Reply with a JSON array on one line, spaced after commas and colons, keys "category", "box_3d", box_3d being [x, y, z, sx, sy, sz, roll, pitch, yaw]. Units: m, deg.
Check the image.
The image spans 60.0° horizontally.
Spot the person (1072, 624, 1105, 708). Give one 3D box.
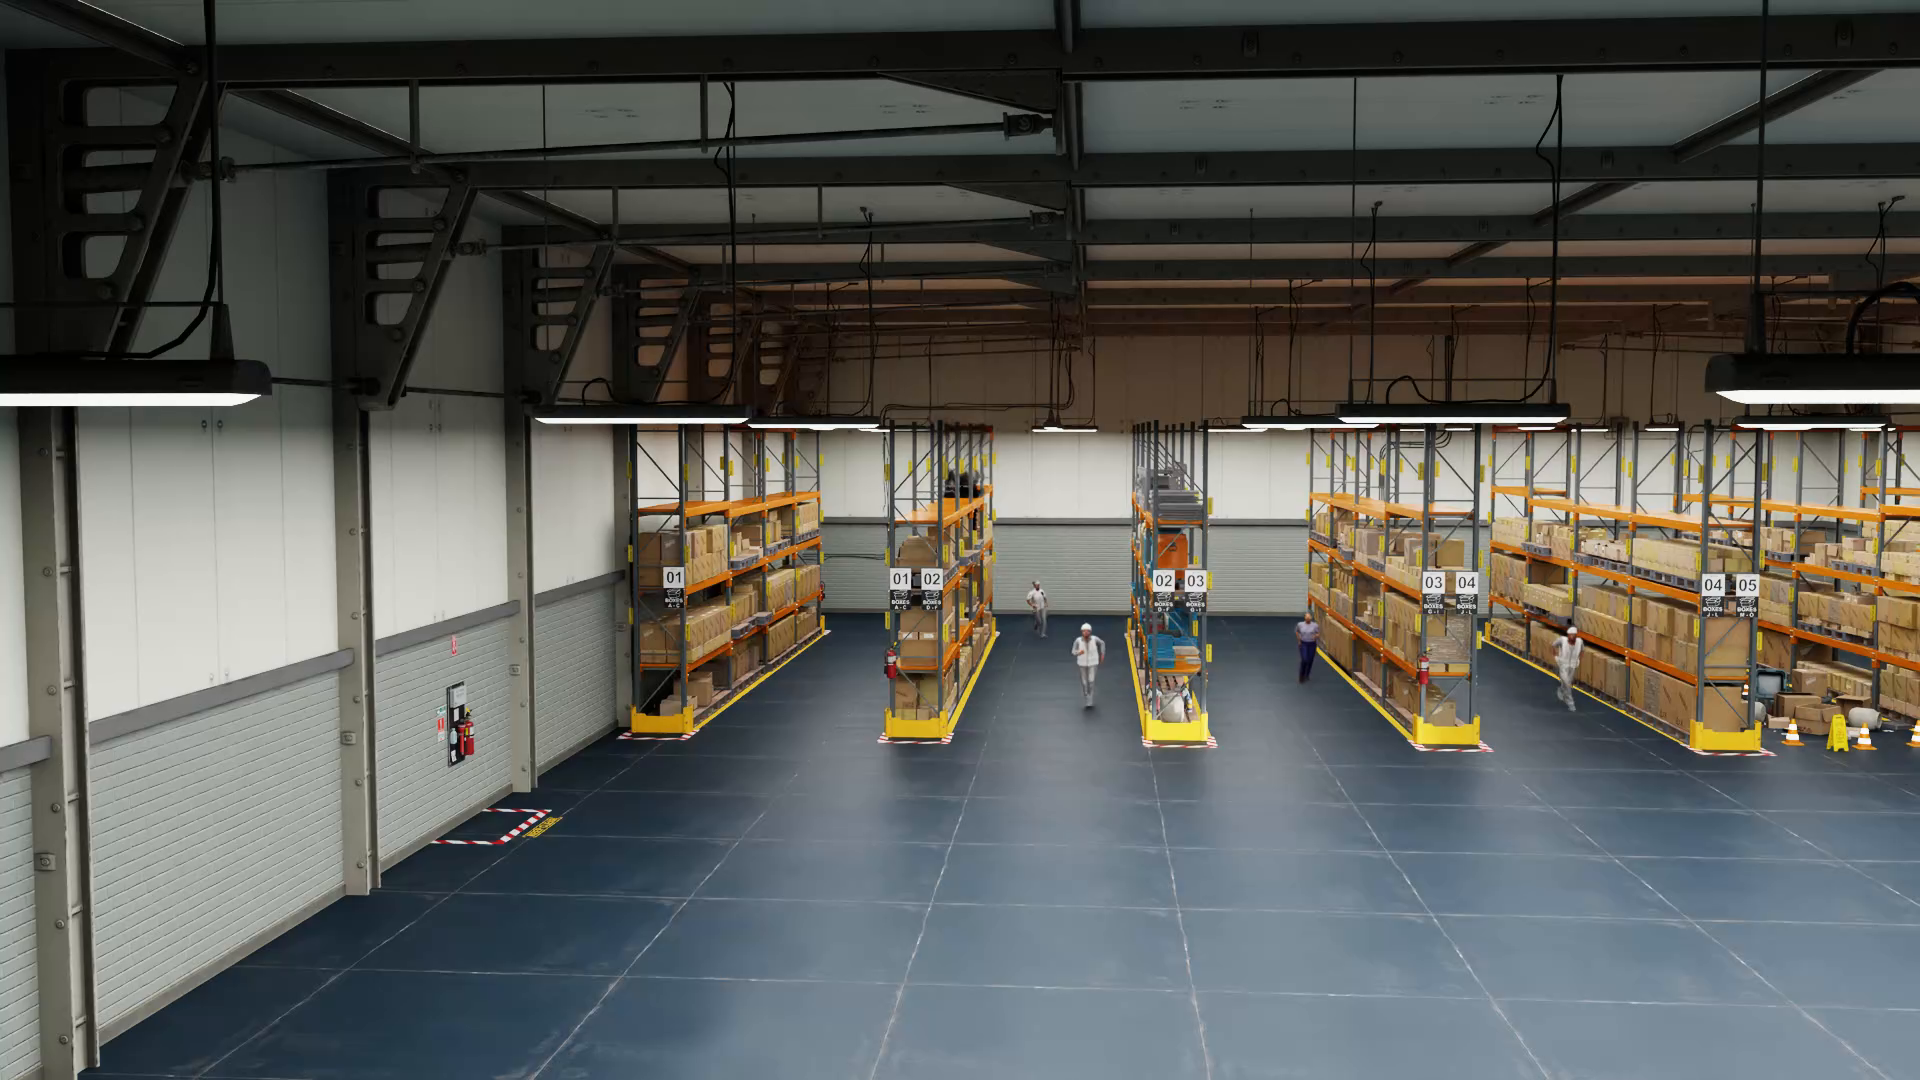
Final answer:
[{"category": "person", "box_3d": [2.693, 2.626, 34.943, 0.682, 1.761, 0.806, 0, 4, 7]}]

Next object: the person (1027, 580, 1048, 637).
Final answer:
[{"category": "person", "box_3d": [2.199, 1.939, 46.968, 0.603, 1.636, 0.609, -2, 4, -23]}]

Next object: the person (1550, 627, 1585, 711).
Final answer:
[{"category": "person", "box_3d": [12.716, 2.673, 34.898, 0.692, 1.777, 0.990, 0, 4, 3]}]

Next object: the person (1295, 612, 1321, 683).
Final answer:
[{"category": "person", "box_3d": [8.047, 2.494, 38.409, 0.575, 1.681, 0.691, 0, 4, 3]}]
